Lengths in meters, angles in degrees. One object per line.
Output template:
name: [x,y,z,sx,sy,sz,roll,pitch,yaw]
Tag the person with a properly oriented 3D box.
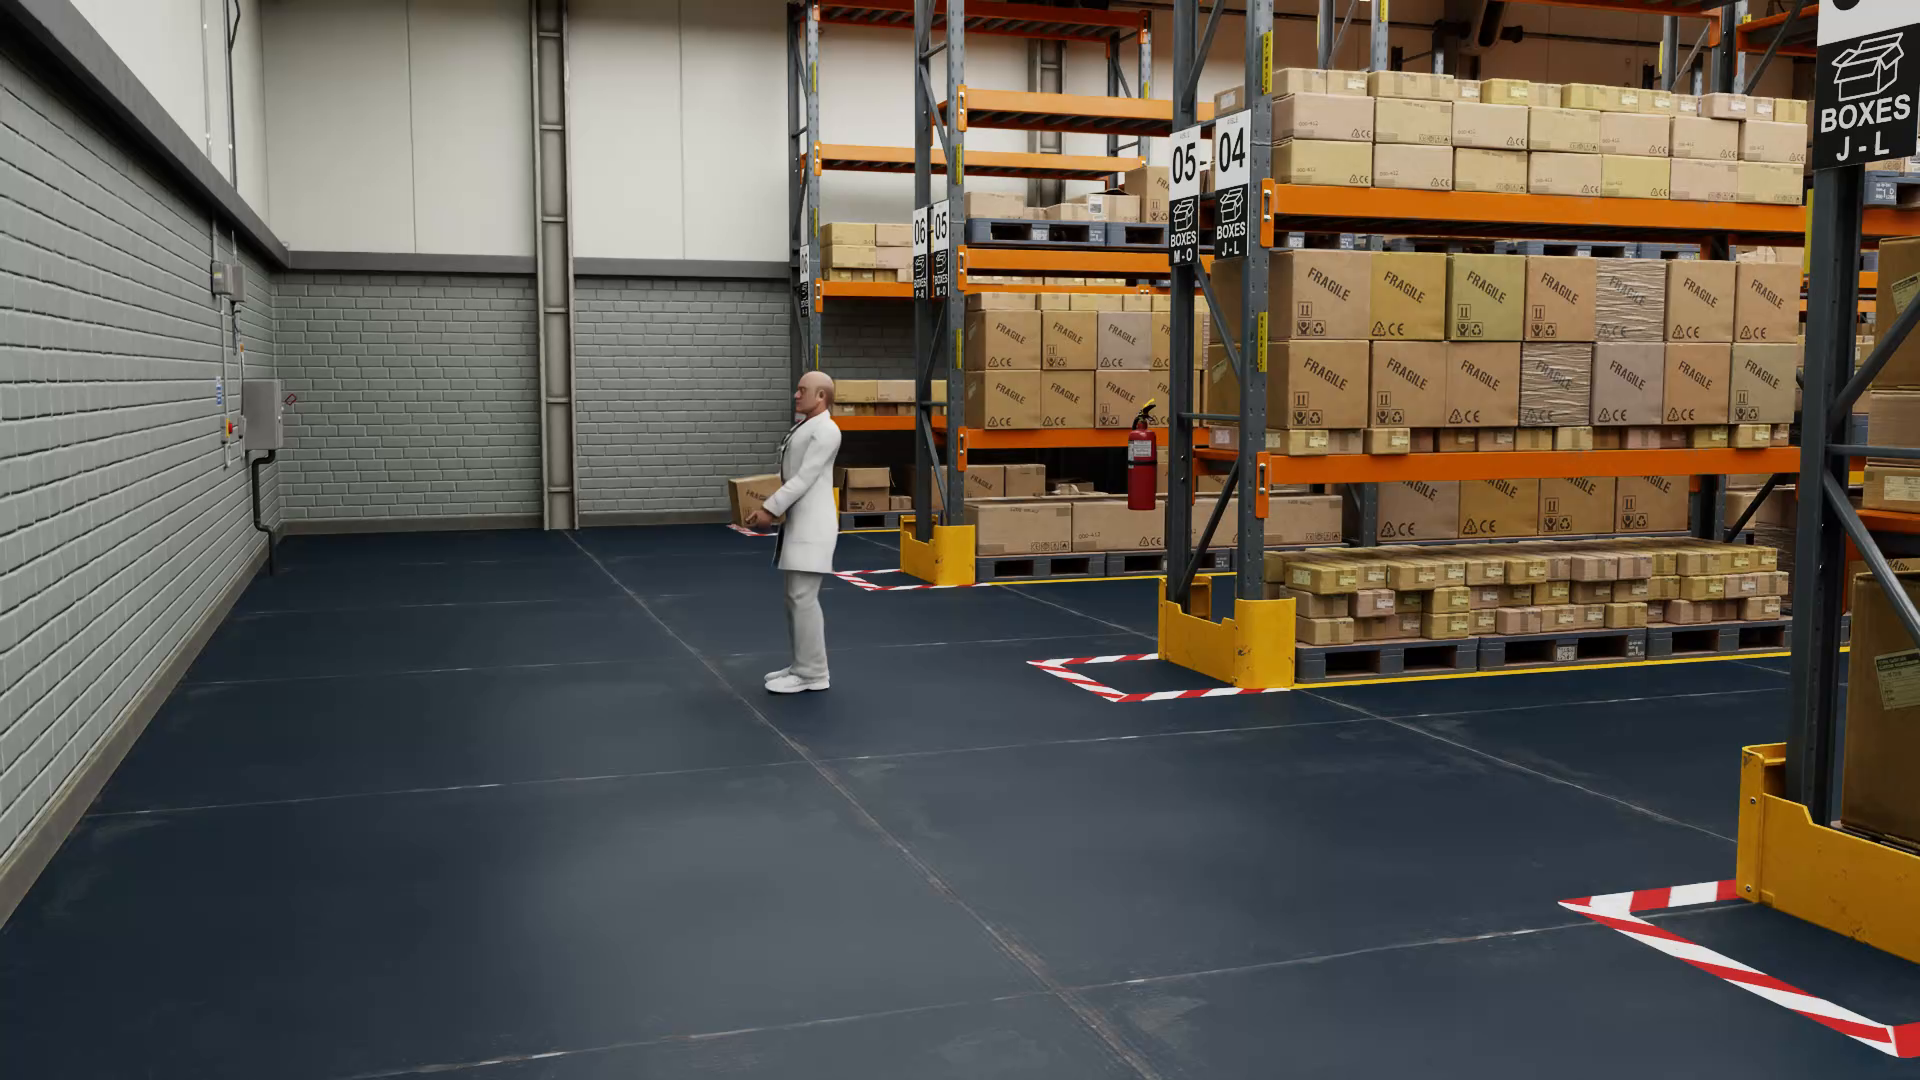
person: [-0.939,-0.047,9.272,0.555,1.769,0.530,-2,6,-18]
